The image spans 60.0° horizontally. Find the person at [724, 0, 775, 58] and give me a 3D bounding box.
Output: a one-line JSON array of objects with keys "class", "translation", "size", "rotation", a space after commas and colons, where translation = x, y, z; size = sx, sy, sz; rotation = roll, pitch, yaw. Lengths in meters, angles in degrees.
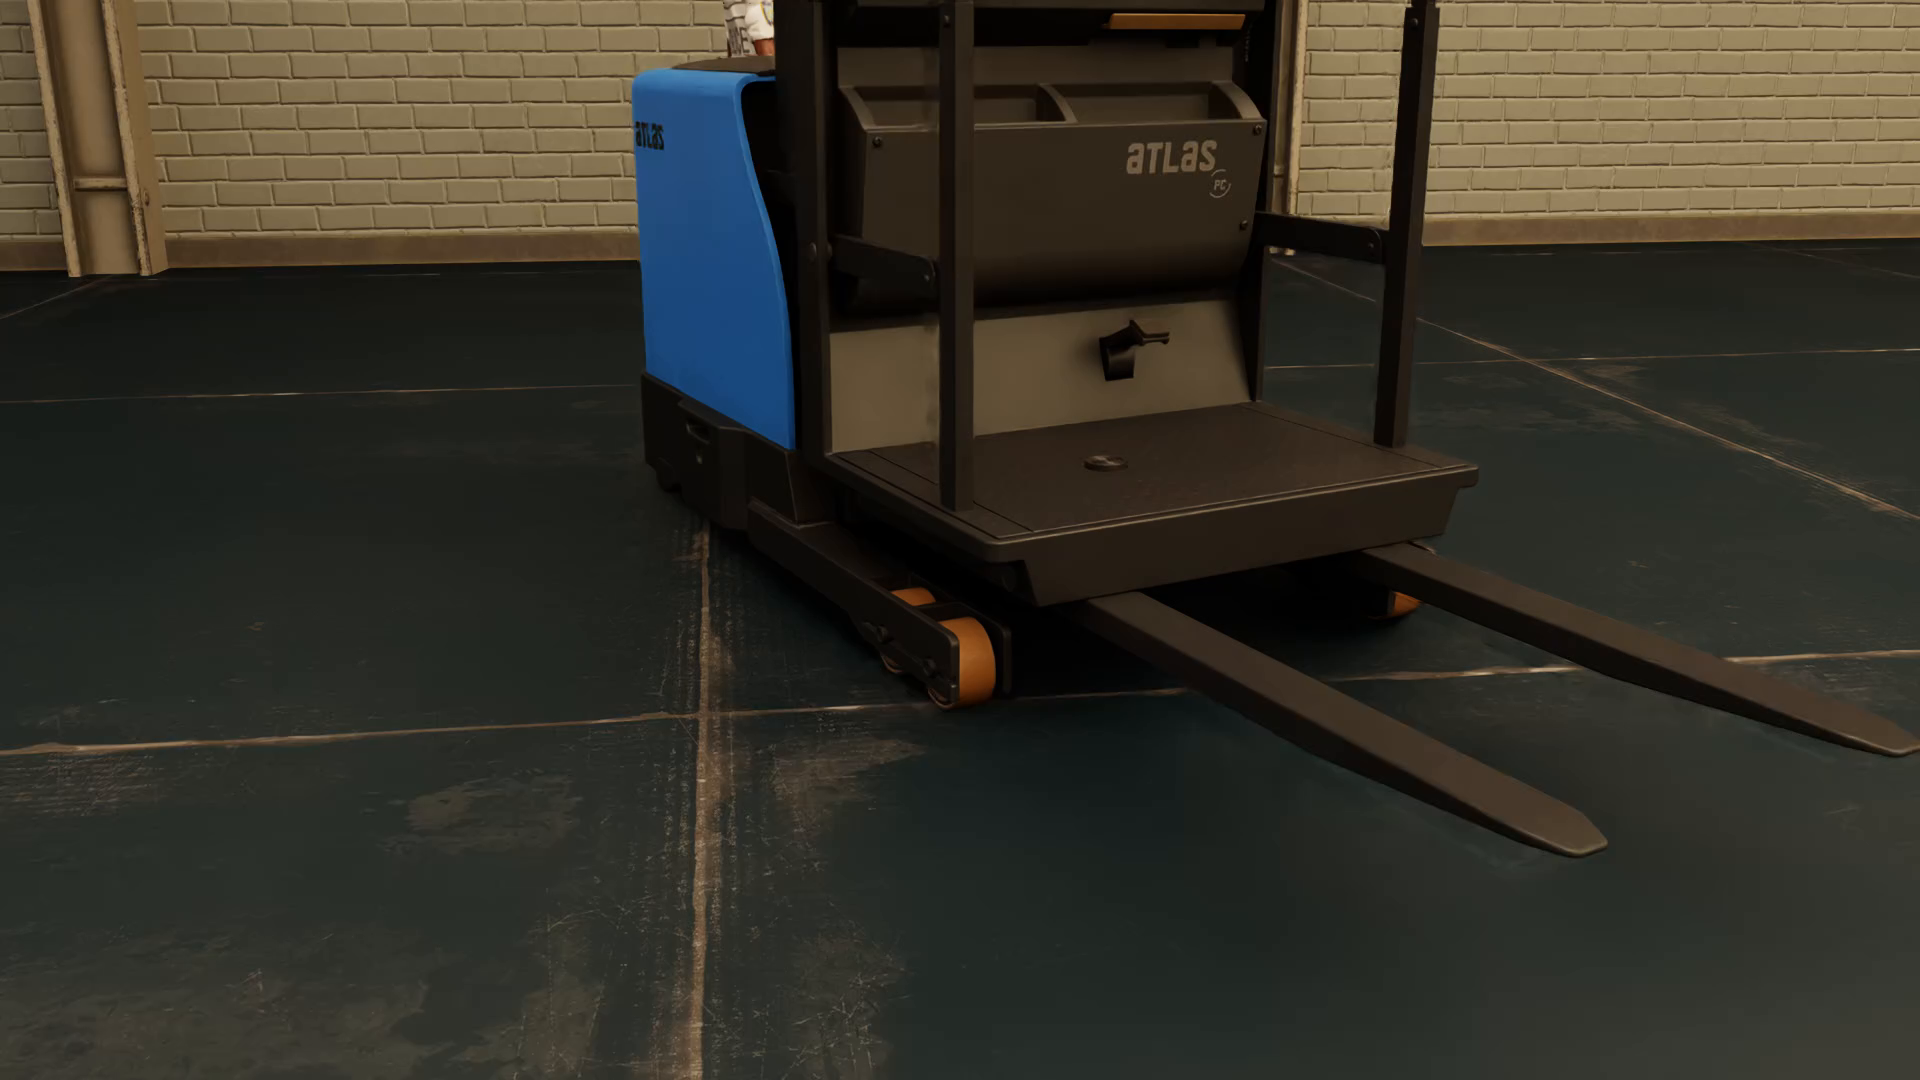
[{"class": "person", "translation": [-0.729, -1.677, 6.632], "size": [0.384, 1.678, 0.557], "rotation": [-7, 18, -22]}]

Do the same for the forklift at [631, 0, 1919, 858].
[{"class": "forklift", "translation": [0.303, -1.249, 3.030], "size": [1.130, 2.935, 3.031], "rotation": [-9, 19, -27]}]
